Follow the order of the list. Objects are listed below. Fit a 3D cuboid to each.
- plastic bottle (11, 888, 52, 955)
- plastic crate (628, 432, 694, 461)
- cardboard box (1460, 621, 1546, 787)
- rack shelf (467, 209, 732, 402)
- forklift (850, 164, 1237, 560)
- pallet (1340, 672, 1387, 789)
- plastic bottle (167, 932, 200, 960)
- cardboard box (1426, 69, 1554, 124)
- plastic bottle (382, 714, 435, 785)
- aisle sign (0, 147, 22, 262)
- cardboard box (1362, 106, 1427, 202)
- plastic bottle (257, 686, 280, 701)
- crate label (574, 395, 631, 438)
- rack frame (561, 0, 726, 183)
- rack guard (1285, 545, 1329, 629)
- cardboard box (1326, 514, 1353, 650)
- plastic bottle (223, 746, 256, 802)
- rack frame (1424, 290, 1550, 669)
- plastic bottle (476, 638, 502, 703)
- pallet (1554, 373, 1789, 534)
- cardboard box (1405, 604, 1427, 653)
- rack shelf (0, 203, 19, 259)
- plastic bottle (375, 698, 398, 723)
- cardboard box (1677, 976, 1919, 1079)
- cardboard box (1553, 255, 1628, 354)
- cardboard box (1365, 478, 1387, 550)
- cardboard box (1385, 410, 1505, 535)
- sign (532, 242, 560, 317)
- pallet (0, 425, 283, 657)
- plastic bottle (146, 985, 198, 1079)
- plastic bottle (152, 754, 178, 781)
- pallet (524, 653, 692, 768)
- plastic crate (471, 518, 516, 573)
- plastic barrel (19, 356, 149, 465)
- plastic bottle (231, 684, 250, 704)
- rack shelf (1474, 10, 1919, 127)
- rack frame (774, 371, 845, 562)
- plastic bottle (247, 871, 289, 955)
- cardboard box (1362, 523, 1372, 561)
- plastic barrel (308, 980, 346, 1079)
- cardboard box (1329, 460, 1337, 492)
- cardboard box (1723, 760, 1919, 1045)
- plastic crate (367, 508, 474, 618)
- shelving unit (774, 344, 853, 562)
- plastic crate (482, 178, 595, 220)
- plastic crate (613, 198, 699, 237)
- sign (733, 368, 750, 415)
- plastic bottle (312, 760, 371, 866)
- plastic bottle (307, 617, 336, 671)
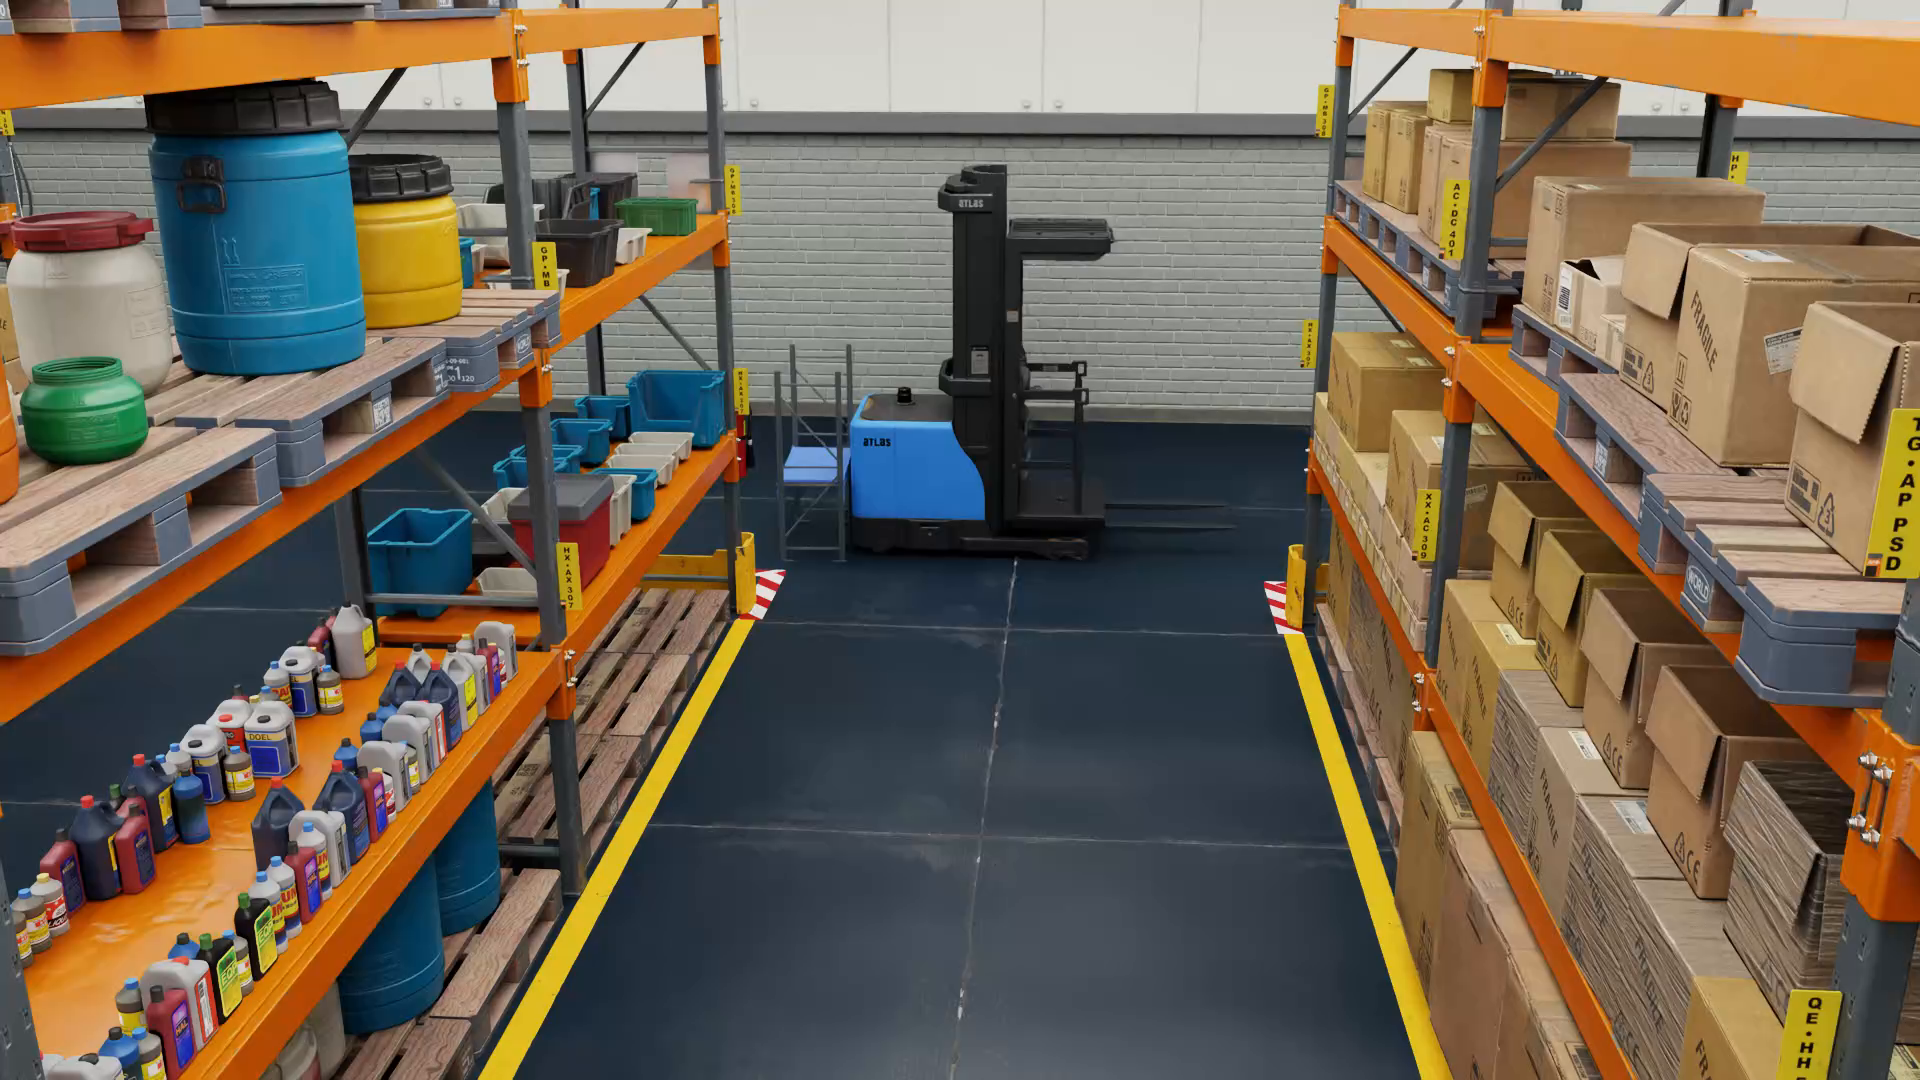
[{"bbox_3d":[-2.943,1.200,5.262,0.097,0.201,0.097,0,18,0],"label":"plastic bottle"},{"bbox_3d":[-1.936,-0.601,10.767,0.396,0.136,0.243,1,18,4],"label":"plastic crate"},{"bbox_3d":[2.278,0.644,6.481,0.500,0.500,0.500,1,18,4],"label":"cardboard box"},{"bbox_3d":[-2.202,-1.418,9.270,1.077,0.370,4.000,1,18,4],"label":"rack shelf"},{"bbox_3d":[0.675,-1.406,13.007,3.031,2.935,1.130,1,18,3],"label":"forklift"},{"bbox_3d":[2.812,1.108,9.701,1.003,0.211,1.213,1,18,4],"label":"pallet"},{"bbox_3d":[-2.270,1.283,4.897,0.097,0.271,0.097,0,18,0],"label":"plastic bottle"},{"bbox_3d":[2.727,-2.294,8.589,0.500,0.250,0.500,1,18,2],"label":"cardboard box"},{"bbox_3d":[-2.123,0.788,6.401,0.152,0.276,0.135,1,18,4],"label":"plastic bottle"},{"bbox_3d":[-6.688,-2.317,11.501,0.394,0.787,0.004,1,18,4],"label":"aisle sign"},{"bbox_3d":[2.737,-2.230,9.598,0.700,0.500,0.500,1,18,2],"label":"cardboard box"},{"bbox_3d":[-2.827,0.696,6.801,0.097,0.201,0.097,0,18,0],"label":"plastic bottle"},{"bbox_3d":[-2.404,-0.835,11.326,0.416,0.233,0.303,1,18,4],"label":"crate label"},{"bbox_3d":[-2.058,-3.806,10.587,1.000,3.000,0.127,1,18,4],"label":"rack frame"},{"bbox_3d":[2.884,0.336,11.595,1.175,0.500,0.348,1,18,4],"label":"rack guard"},{"bbox_3d":[2.916,0.166,10.837,0.875,0.875,0.875,1,18,4],"label":"cardboard box"},{"bbox_3d":[-2.716,0.873,6.259,0.097,0.201,0.097,0,18,0],"label":"plastic bottle"},{"bbox_3d":[2.595,0.398,7.392,1.000,3.000,0.127,1,18,4],"label":"rack frame"},{"bbox_3d":[-2.022,0.545,7.130,0.061,0.283,0.133,1,18,4],"label":"plastic bottle"},{"bbox_3d":[2.379,-0.244,4.837,1.003,0.211,1.213,2,18,6],"label":"pallet"},{"bbox_3d":[2.290,0.415,7.743,0.380,0.149,0.250,1,18,4],"label":"cardboard box"},{"bbox_3d":[-7.142,-1.529,9.611,1.077,0.370,4.000,1,18,4],"label":"rack shelf"},{"bbox_3d":[-2.239,0.751,6.521,0.097,0.271,0.097,0,18,0],"label":"plastic bottle"},{"bbox_3d":[2.097,1.434,4.070,0.500,0.500,0.500,2,18,6],"label":"cardboard box"},{"bbox_3d":[2.427,-0.846,5.840,0.500,0.311,0.500,1,18,2],"label":"cardboard box"},{"bbox_3d":[2.436,-0.135,8.780,0.500,0.250,0.500,2,18,5],"label":"cardboard box"},{"bbox_3d":[2.401,-0.333,8.181,0.500,0.500,0.500,1,18,4],"label":"cardboard box"},{"bbox_3d":[-1.797,-1.130,7.222,0.100,0.325,0.005,1,18,4],"label":"sign"},{"bbox_3d":[-2.479,-0.042,4.219,1.003,0.211,1.213,1,18,4],"label":"pallet"},{"bbox_3d":[-2.209,1.357,4.653,0.061,0.283,0.133,1,18,4],"label":"plastic bottle"},{"bbox_3d":[-2.884,0.909,6.039,0.097,0.271,0.097,0,18,0],"label":"plastic bottle"},{"bbox_3d":[-2.246,1.003,10.023,1.003,0.211,1.213,1,18,4],"label":"pallet"},{"bbox_3d":[-2.533,0.036,8.842,0.437,0.125,0.590,1,18,4],"label":"plastic crate"},{"bbox_3d":[-2.327,-0.346,4.419,0.294,0.245,0.294,0,18,0],"label":"plastic barrel"},{"bbox_3d":[-2.861,0.723,6.587,0.061,0.283,0.133,1,18,4],"label":"plastic bottle"},{"bbox_3d":[2.452,-1.300,4.737,1.077,0.370,4.000,1,18,4],"label":"rack shelf"},{"bbox_3d":[-1.143,-0.550,12.692,0.500,1.500,0.032,0,18,1],"label":"rack frame"},{"bbox_3d":[-2.184,1.171,5.238,0.097,0.271,0.097,0,18,0],"label":"plastic bottle"},{"bbox_3d":[2.382,0.016,8.961,0.380,0.149,0.250,1,18,3],"label":"cardboard box"},{"bbox_3d":[-2.581,1.832,6.337,0.421,0.512,0.421,0,18,0],"label":"plastic barrel"},{"bbox_3d":[2.475,-0.382,10.175,0.380,0.149,0.250,1,18,3],"label":"cardboard box"},{"bbox_3d":[2.377,0.889,4.121,0.797,0.503,0.637,2,18,6],"label":"cardboard box"},{"bbox_3d":[-2.652,0.114,8.188,0.392,0.384,0.575,1,18,4],"label":"plastic crate"},{"bbox_3d":[-1.135,-0.708,13.175,0.538,1.500,1.048,0,18,1],"label":"shelving unit"},{"bbox_3d":[-2.442,-1.883,9.634,0.504,0.338,0.767,1,18,4],"label":"plastic crate"},{"bbox_3d":[-1.844,-1.967,10.133,0.450,0.188,0.336,1,18,4],"label":"plastic crate"},{"bbox_3d":[-1.508,-1.026,11.473,0.100,0.325,0.005,1,18,4],"label":"sign"},{"bbox_3d":[-2.164,0.945,5.800,0.144,0.351,0.185,1,18,4],"label":"plastic bottle"},{"bbox_3d":[-2.806,0.488,7.303,0.061,0.283,0.133,1,18,4],"label":"plastic bottle"}]
